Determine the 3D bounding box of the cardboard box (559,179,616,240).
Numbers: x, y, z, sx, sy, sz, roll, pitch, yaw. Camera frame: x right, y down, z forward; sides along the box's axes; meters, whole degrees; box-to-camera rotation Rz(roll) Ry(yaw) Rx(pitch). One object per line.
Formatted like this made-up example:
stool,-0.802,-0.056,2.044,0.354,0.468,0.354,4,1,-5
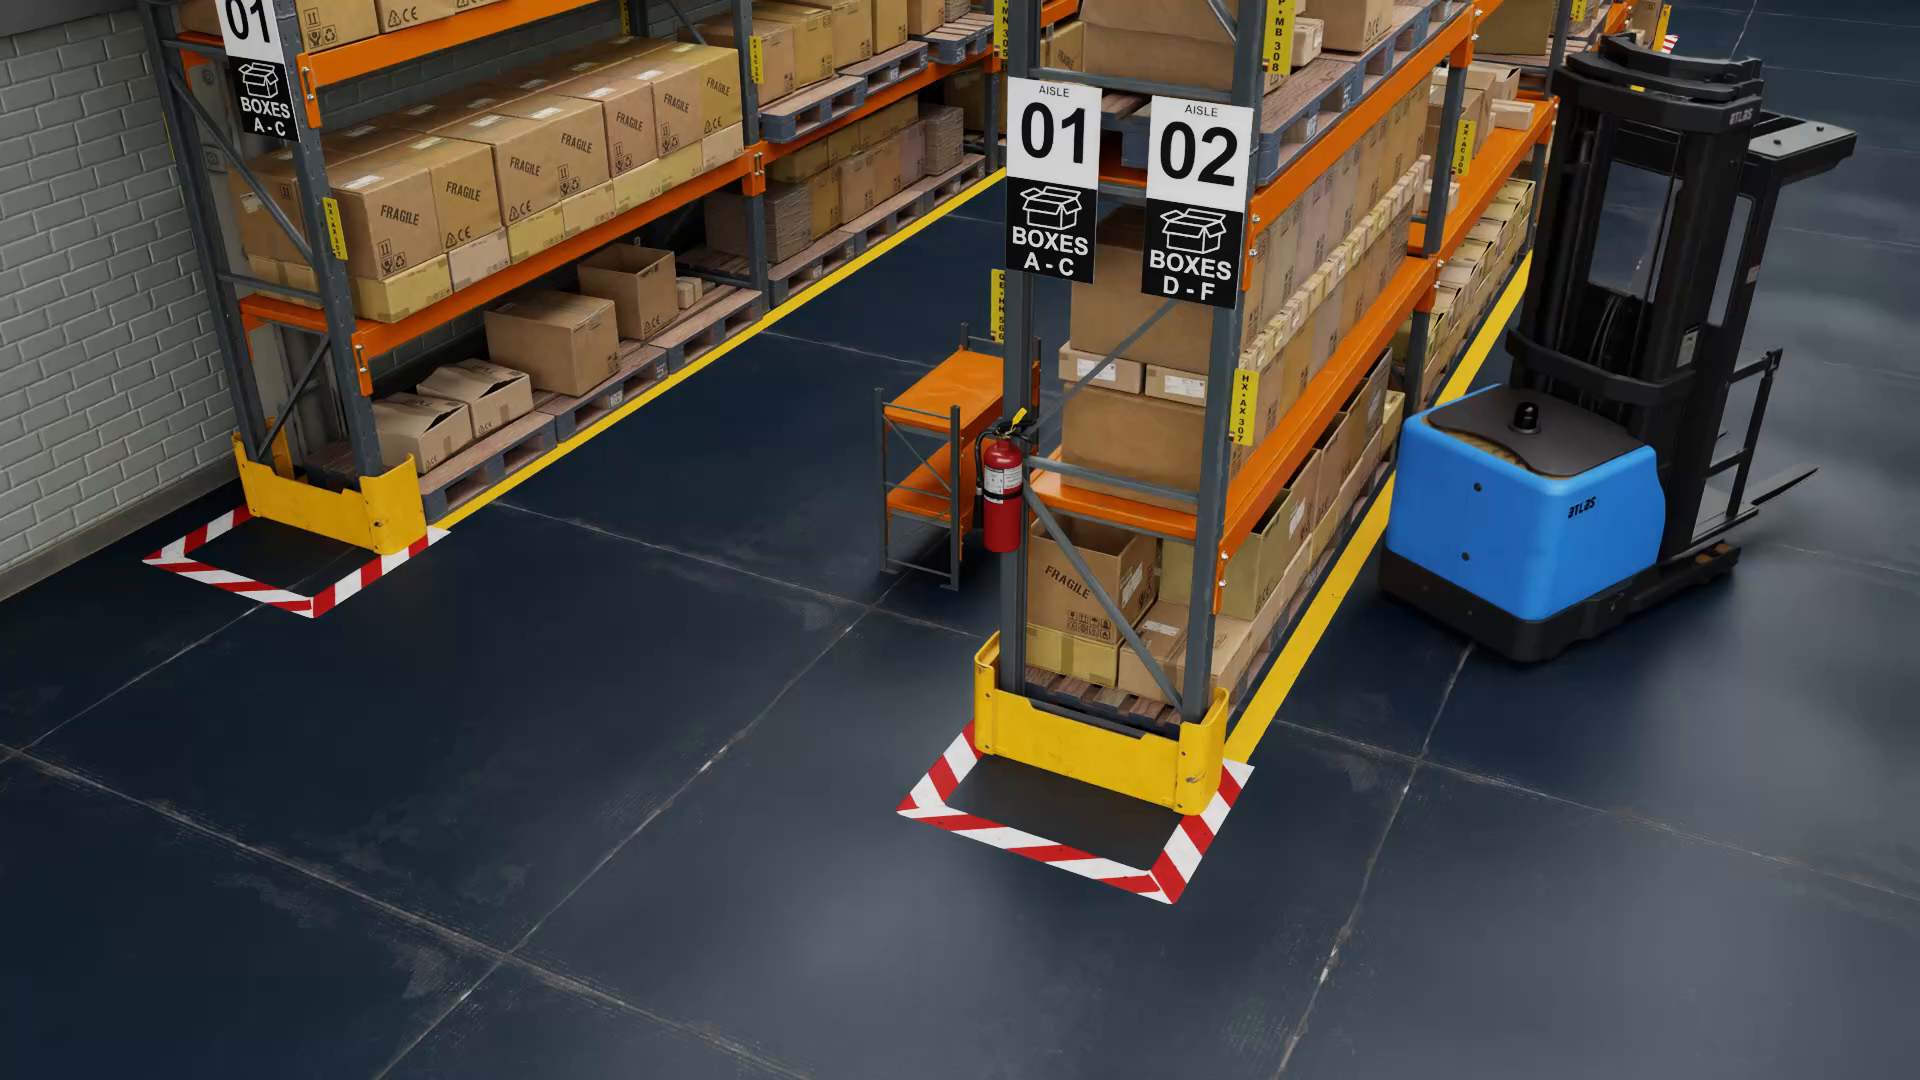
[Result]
cardboard box,-2.558,-2.146,10.605,0.500,0.250,0.500,15,33,24

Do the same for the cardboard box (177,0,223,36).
cardboard box,-3.792,-2.972,8.780,0.500,0.500,0.500,17,34,27

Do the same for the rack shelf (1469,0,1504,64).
rack shelf,3.388,-3.903,11.245,1.077,0.370,4.000,14,33,23

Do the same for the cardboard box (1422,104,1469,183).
cardboard box,3.081,-2.641,11.237,0.500,0.500,0.500,17,34,27

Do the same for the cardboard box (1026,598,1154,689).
cardboard box,0.636,0.451,8.291,0.500,0.250,0.500,14,33,23

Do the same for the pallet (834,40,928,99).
pallet,-0.978,-3.953,13.814,1.003,0.211,1.213,14,33,23

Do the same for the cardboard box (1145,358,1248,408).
cardboard box,1.025,-0.704,7.212,0.380,0.149,0.250,14,33,23

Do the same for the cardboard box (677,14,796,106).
cardboard box,-1.672,-3.602,12.467,0.700,0.500,0.500,14,33,23

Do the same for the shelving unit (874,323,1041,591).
shelving unit,0.003,-0.491,9.475,0.538,1.125,1.048,14,33,23

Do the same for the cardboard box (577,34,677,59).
cardboard box,-2.334,-3.257,11.788,0.500,0.500,0.500,14,33,22

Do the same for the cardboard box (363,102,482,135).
cardboard box,-3.261,-2.353,10.214,0.500,0.500,0.500,13,32,22

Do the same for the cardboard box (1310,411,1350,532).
cardboard box,1.783,-0.421,9.057,0.500,0.500,0.500,14,33,23

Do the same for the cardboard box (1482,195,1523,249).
cardboard box,4.049,-2.514,12.891,0.500,0.311,0.500,14,33,23

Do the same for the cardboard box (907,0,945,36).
cardboard box,-0.548,-4.692,14.367,0.700,0.500,0.500,11,32,19

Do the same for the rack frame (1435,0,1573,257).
rack frame,4.299,-3.801,13.356,1.000,3.000,0.127,14,33,23

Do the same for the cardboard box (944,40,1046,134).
cardboard box,0.340,-4.469,16.257,0.750,0.750,0.750,14,33,23

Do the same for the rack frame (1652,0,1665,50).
rack frame,7.944,-7.347,19.532,1.000,3.000,0.127,14,33,23

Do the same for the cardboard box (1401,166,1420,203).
cardboard box,2.430,-2.074,9.597,0.380,0.149,0.250,14,33,22

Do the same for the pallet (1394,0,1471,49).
pallet,2.112,-2.906,8.875,1.003,0.211,1.213,14,33,23

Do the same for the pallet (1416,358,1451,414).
pallet,2.778,-1.154,11.547,1.003,0.211,1.213,14,33,23

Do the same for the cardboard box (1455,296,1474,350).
cardboard box,3.349,-1.596,11.857,0.500,0.250,0.500,13,32,22

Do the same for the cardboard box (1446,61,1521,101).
cardboard box,4.095,-3.611,13.115,0.500,0.311,0.500,16,34,26

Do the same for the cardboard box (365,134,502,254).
cardboard box,-3.038,-2.005,9.608,0.500,0.500,0.500,14,33,23

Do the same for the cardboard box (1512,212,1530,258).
cardboard box,4.277,-2.502,13.434,0.500,0.250,0.500,15,33,24

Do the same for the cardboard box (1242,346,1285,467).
cardboard box,1.114,-0.736,7.918,0.700,0.500,0.500,15,33,25

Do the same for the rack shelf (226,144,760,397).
rack shelf,-2.845,-1.951,10.858,1.077,0.370,4.000,14,33,23

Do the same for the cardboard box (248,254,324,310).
cardboard box,-3.716,-1.571,9.604,0.500,0.250,0.500,15,33,24

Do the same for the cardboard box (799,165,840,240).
cardboard box,-1.423,-2.827,13.729,0.700,0.500,0.500,14,33,22

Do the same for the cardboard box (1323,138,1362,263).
cardboard box,1.595,-1.768,8.413,0.700,0.500,0.500,14,33,23

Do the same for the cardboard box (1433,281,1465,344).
cardboard box,3.120,-1.608,11.314,0.500,0.311,0.500,14,33,23

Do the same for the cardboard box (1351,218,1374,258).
cardboard box,1.964,-1.620,8.808,0.380,0.149,0.250,15,33,25

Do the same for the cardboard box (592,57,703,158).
cardboard box,-2.097,-2.916,11.193,0.500,0.500,0.500,14,33,23

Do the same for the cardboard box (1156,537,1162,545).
cardboard box,1.077,-0.321,8.883,0.500,0.500,0.500,14,33,23

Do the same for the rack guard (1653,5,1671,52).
rack guard,7.909,-6.230,20.096,1.175,0.500,0.348,14,33,23

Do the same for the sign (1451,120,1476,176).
sign,2.972,-2.312,9.815,0.100,0.325,0.005,14,33,23

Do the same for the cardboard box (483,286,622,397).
cardboard box,-2.723,-1.336,11.133,0.700,0.500,0.500,12,32,20

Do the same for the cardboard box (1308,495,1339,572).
cardboard box,1.782,-0.096,9.244,0.500,0.250,0.500,14,33,23

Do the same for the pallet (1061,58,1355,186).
pallet,1.000,-1.824,6.991,1.003,0.211,1.213,14,33,23

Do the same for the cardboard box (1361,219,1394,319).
cardboard box,2.046,-1.637,9.489,0.700,0.500,0.500,14,33,23

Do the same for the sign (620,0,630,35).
sign,-2.430,-3.776,12.151,0.100,0.325,0.005,14,33,23

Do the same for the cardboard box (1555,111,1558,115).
cardboard box,5.461,-3.732,15.304,0.500,0.500,0.500,13,32,22

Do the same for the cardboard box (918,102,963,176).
cardboard box,-0.394,-3.699,15.247,0.700,0.500,0.500,15,33,24

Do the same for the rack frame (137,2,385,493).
rack frame,-3.757,-1.376,9.135,1.000,3.000,0.127,14,33,23

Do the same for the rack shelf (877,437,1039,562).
rack shelf,0.003,-0.279,9.597,0.538,0.278,1.000,14,33,23

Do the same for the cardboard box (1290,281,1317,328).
cardboard box,1.494,-1.162,8.010,0.380,0.149,0.250,13,32,22

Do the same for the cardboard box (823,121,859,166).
cardboard box,-1.183,-3.339,13.868,0.500,0.250,0.500,13,32,22

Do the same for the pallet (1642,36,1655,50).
pallet,7.547,-5.750,19.552,1.003,0.211,1.213,14,33,23

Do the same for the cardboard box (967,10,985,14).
cardboard box,0.244,-4.916,15.531,0.380,0.149,0.250,14,33,23

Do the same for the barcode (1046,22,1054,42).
barcode,0.363,-2.050,6.713,0.001,0.075,0.075,14,33,23

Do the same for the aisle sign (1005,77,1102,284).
aisle sign,0.364,-1.419,6.598,0.394,0.787,0.004,14,33,23

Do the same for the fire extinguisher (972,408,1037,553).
fire extinguisher,0.188,-0.274,7.292,0.296,0.674,0.183,14,33,23

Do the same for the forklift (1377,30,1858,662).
forklift,3.796,-1.218,8.928,3.031,2.935,1.130,-20,35,-31

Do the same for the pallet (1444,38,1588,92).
pallet,4.546,-4.034,13.955,1.213,0.211,1.003,14,33,23
